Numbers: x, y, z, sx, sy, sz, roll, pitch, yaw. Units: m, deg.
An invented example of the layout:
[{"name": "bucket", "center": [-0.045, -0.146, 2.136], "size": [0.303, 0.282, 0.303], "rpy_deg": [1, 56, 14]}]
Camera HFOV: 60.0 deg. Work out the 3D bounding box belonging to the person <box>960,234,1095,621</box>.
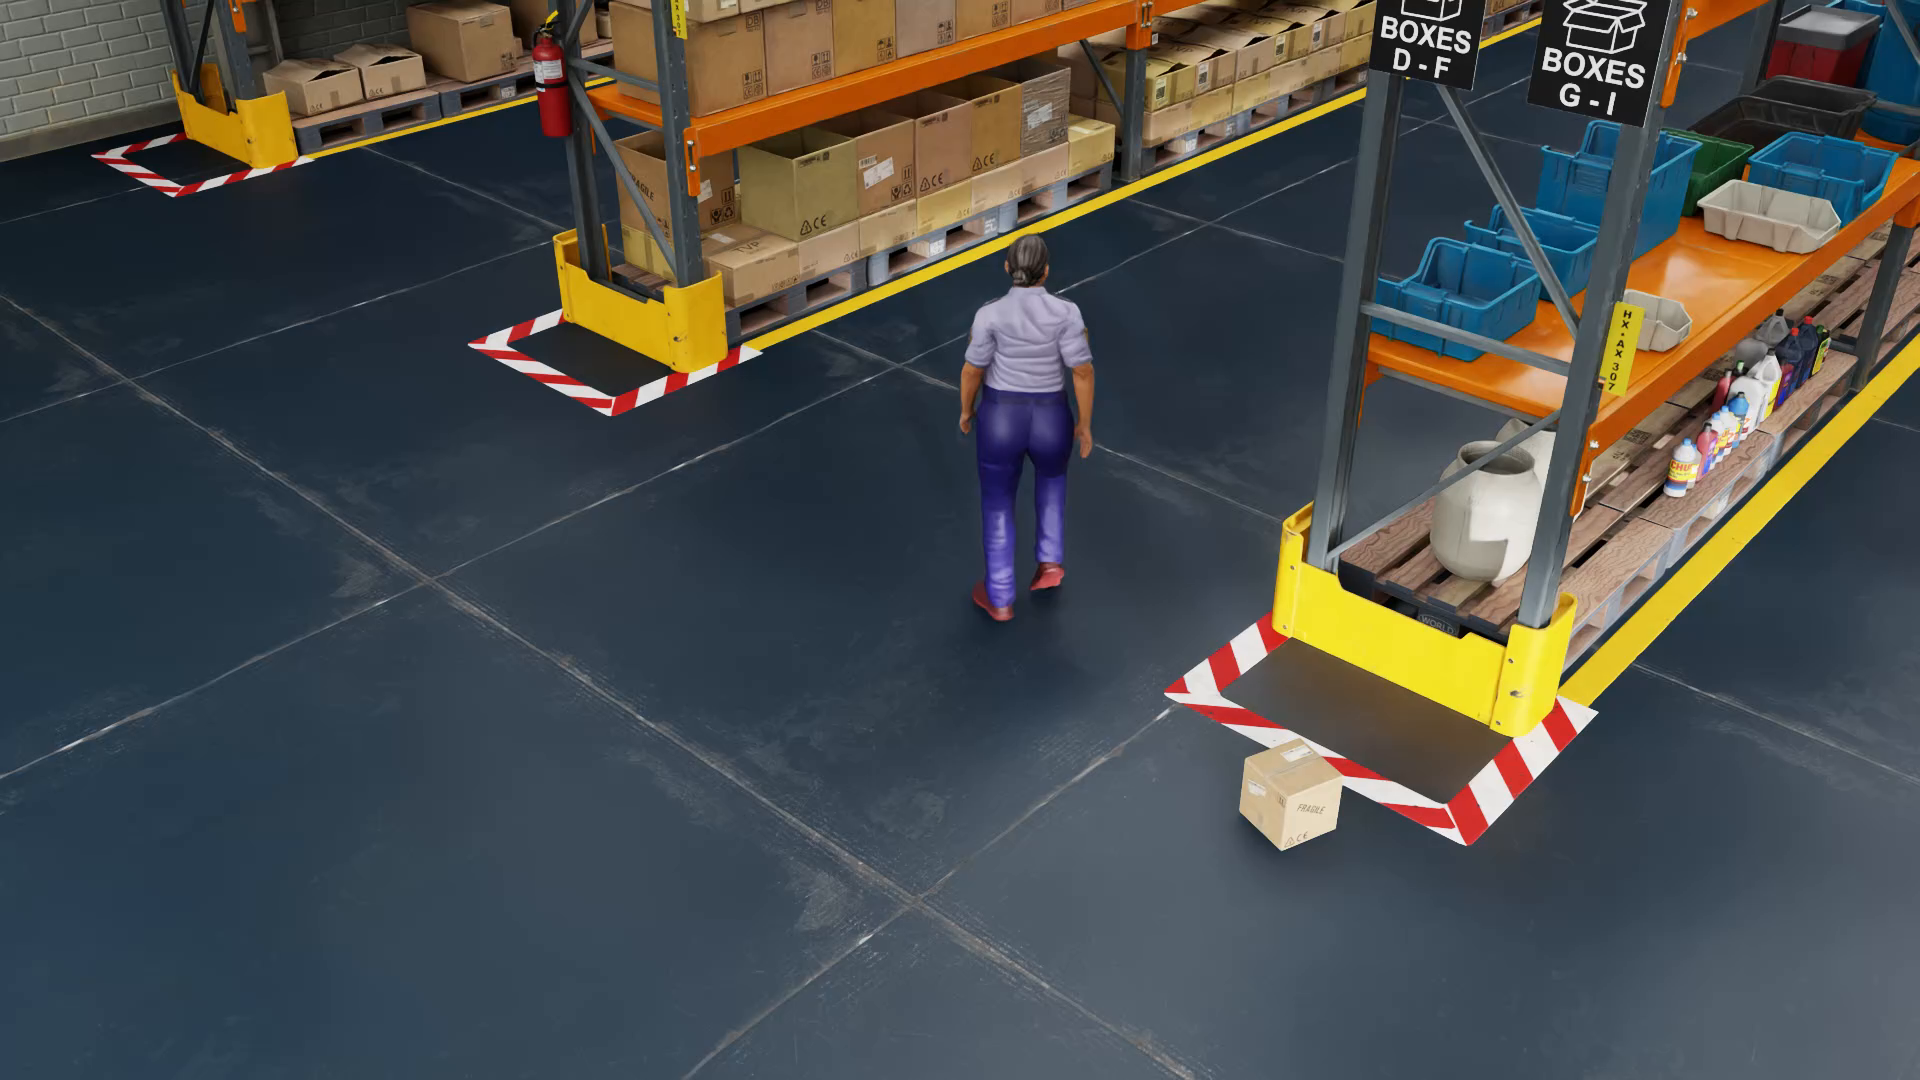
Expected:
[{"name": "person", "center": [0.279, -0.448, 6.913], "size": [0.530, 1.683, 0.509], "rpy_deg": [-4, 32, -6]}]
